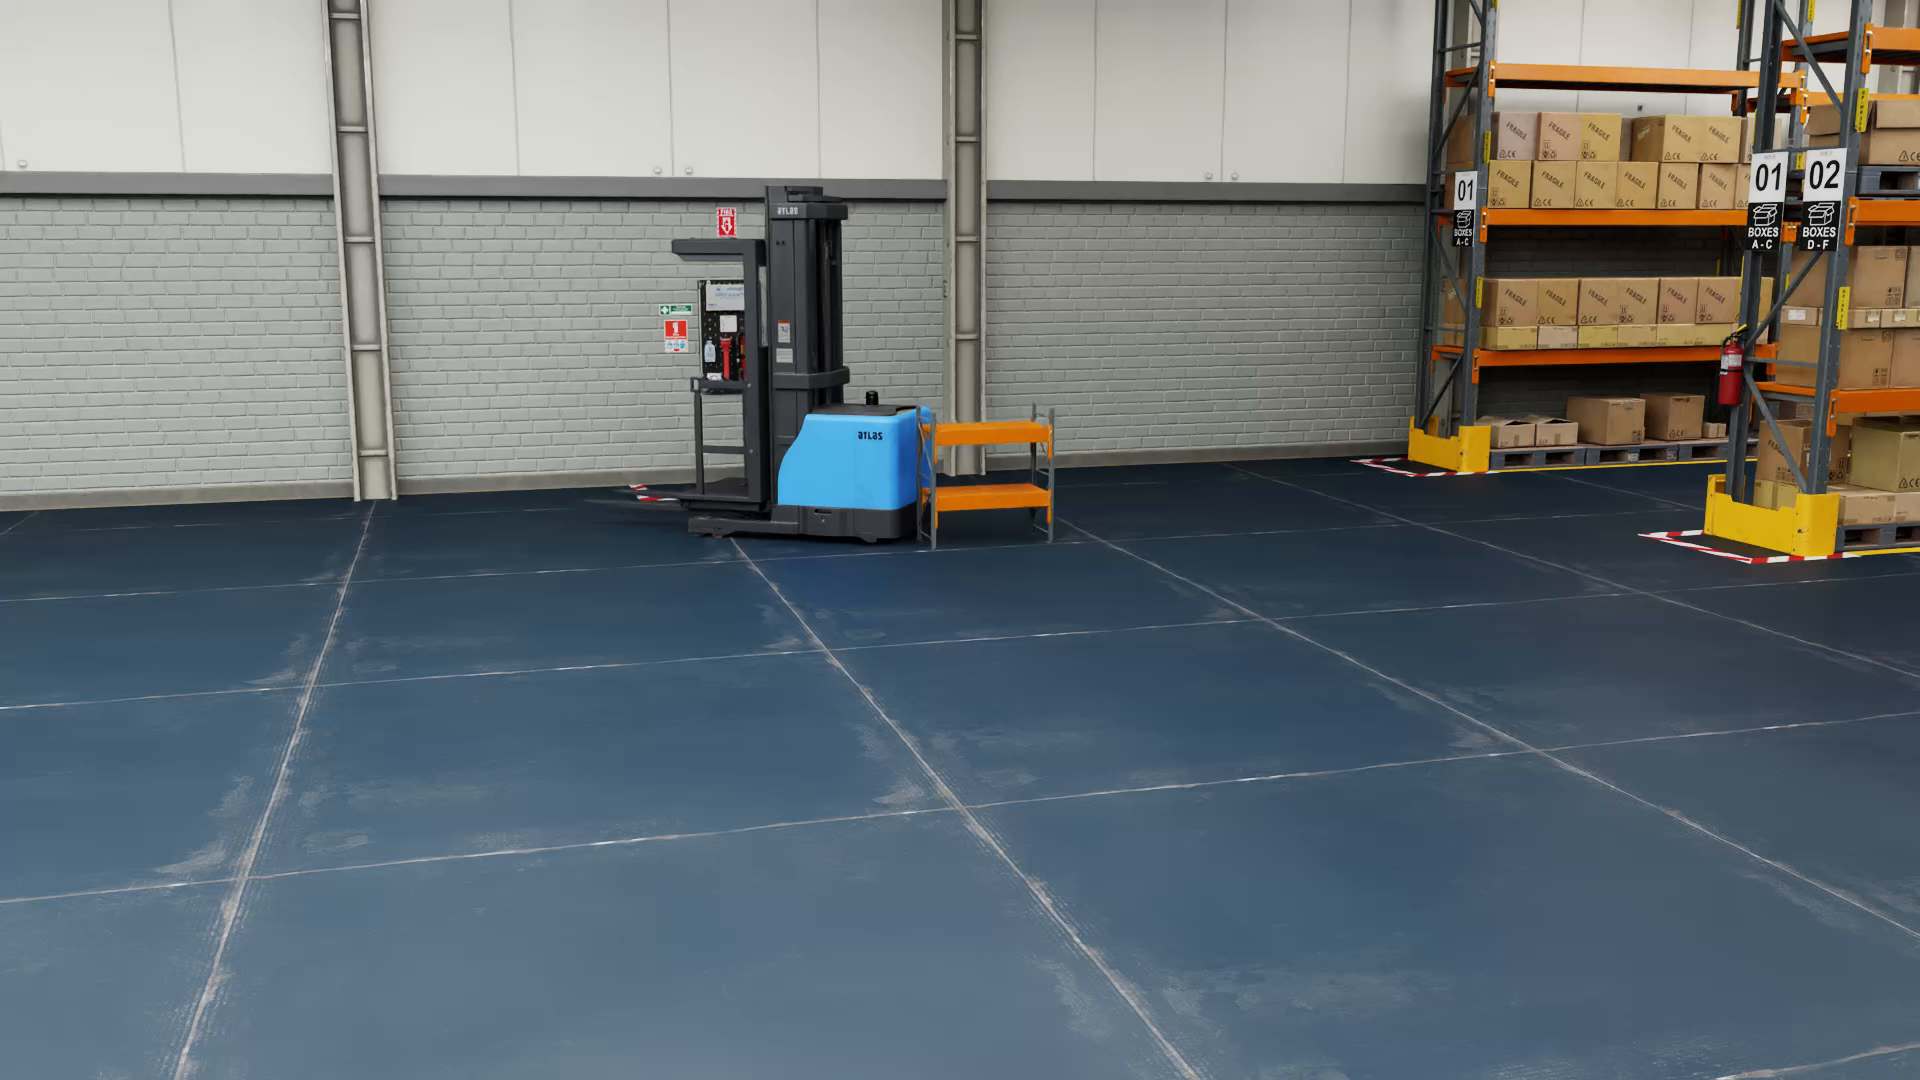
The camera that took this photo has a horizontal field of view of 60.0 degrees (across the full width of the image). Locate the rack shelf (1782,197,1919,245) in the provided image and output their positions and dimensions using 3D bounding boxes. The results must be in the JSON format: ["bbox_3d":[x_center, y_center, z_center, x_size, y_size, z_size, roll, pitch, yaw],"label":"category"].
[{"bbox_3d":[8.685,-2.672,13.975,4.000,0.370,1.077,-3,11,-16],"label":"rack shelf"}]

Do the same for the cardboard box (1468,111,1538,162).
[{"bbox_3d":[5.814,-4.313,17.812,0.500,0.500,0.500,-4,11,-20],"label":"cardboard box"}]

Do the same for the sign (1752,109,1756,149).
[{"bbox_3d":[6.626,-3.416,13.804,0.005,0.325,0.100,-3,11,-16],"label":"sign"}]

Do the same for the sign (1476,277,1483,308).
[{"bbox_3d":[5.528,-2.641,17.718,0.005,0.325,0.100,-3,11,-16],"label":"sign"}]

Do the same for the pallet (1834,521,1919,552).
[{"bbox_3d":[7.487,-0.124,14.134,1.213,0.211,1.003,-3,11,-16],"label":"pallet"}]

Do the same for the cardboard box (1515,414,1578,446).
[{"bbox_3d":[6.613,-1.252,18.774,0.500,0.311,0.500,-2,11,-11],"label":"cardboard box"}]

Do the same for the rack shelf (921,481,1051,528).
[{"bbox_3d":[0.206,-0.302,13.932,1.000,0.278,0.538,-3,11,-16],"label":"rack shelf"}]

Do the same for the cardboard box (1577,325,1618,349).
[{"bbox_3d":[6.919,-2.269,18.445,0.500,0.250,0.500,-3,11,-17],"label":"cardboard box"}]

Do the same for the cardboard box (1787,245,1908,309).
[{"bbox_3d":[7.267,-2.160,13.636,0.500,0.500,0.700,-3,11,-16],"label":"cardboard box"}]

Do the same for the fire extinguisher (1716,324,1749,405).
[{"bbox_3d":[6.521,-1.486,14.045,0.183,0.674,0.296,-3,11,-16],"label":"fire extinguisher"}]

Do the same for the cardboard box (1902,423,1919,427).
[{"bbox_3d":[8.298,-0.714,14.001,0.500,0.500,0.500,-3,11,-16],"label":"cardboard box"}]

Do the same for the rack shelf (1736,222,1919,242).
[{"bbox_3d":[11.137,-3.735,19.752,4.000,0.370,1.077,-3,11,-16],"label":"rack shelf"}]

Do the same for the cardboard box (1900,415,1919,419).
[{"bbox_3d":[8.633,-0.829,14.628,0.500,0.500,0.500,-3,11,-16],"label":"cardboard box"}]

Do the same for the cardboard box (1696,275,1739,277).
[{"bbox_3d":[8.707,-2.830,19.420,0.500,0.500,0.500,-3,11,-17],"label":"cardboard box"}]

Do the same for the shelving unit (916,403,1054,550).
[{"bbox_3d":[0.206,-0.543,13.888,1.048,1.125,0.538,-3,11,-16],"label":"shelving unit"}]

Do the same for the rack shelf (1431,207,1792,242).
[{"bbox_3d":[7.297,-3.532,18.652,4.000,0.370,1.077,-3,11,-16],"label":"rack shelf"}]

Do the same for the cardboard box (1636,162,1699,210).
[{"bbox_3d":[7.791,-3.920,18.438,0.500,0.500,0.500,-3,11,-18],"label":"cardboard box"}]

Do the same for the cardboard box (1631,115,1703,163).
[{"bbox_3d":[7.790,-4.408,18.327,0.500,0.500,0.500,-3,11,-18],"label":"cardboard box"}]

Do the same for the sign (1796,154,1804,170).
[{"bbox_3d":[9.376,-4.148,18.580,0.005,0.325,0.100,-3,11,-16],"label":"sign"}]

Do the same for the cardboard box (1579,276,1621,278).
[{"bbox_3d":[7.234,-2.752,18.997,0.500,0.500,0.500,-3,11,-15],"label":"cardboard box"}]

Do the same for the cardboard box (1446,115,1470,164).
[{"bbox_3d":[5.717,-4.403,18.301,0.500,0.500,0.500,-3,11,-13],"label":"cardboard box"}]

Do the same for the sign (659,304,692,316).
[{"bbox_3d":[-2.890,-2.340,16.912,0.331,0.109,0.001,-3,11,-16],"label":"sign"}]

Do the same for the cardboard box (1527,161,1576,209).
[{"bbox_3d":[6.293,-3.839,17.996,0.500,0.500,0.500,-2,11,-12],"label":"cardboard box"}]

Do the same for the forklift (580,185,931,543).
[{"bbox_3d":[-1.814,-1.547,14.354,3.031,2.935,1.130,3,11,17],"label":"forklift"}]

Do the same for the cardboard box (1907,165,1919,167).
[{"bbox_3d":[7.944,-3.105,13.489,0.250,0.149,0.380,-3,11,-16],"label":"cardboard box"}]

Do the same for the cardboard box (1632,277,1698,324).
[{"bbox_3d":[7.885,-2.690,18.659,0.500,0.500,0.500,-3,11,-18],"label":"cardboard box"}]

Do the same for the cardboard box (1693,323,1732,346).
[{"bbox_3d":[8.366,-2.348,18.874,0.500,0.250,0.500,-3,11,-16],"label":"cardboard box"}]

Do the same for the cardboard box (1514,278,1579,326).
[{"bbox_3d":[6.396,-2.610,18.226,0.500,0.500,0.500,-3,11,-16],"label":"cardboard box"}]

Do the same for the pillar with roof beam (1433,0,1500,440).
[{"bbox_3d":[7.010,-4.698,14.710,0.400,9.000,9.100,-3,11,-16],"label":"pillar with roof beam"}]

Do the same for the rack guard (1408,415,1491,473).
[{"bbox_3d":[5.449,-1.084,18.556,0.348,0.500,1.175,-3,11,-16],"label":"rack guard"}]

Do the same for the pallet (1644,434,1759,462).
[{"bbox_3d":[8.582,-1.101,19.443,1.213,0.211,1.003,-3,11,-16],"label":"pallet"}]

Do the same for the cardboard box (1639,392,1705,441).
[{"bbox_3d":[8.232,-1.440,19.272,0.500,0.500,0.500,-4,11,-20],"label":"cardboard box"}]

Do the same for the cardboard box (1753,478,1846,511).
[{"bbox_3d":[7.197,-0.382,14.269,0.500,0.250,0.500,-3,11,-16],"label":"cardboard box"}]

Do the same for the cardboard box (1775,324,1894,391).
[{"bbox_3d":[7.216,-1.519,13.739,0.500,0.500,0.700,-3,11,-16],"label":"cardboard box"}]

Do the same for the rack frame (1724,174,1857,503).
[{"bbox_3d":[6.765,-1.449,13.632,0.127,3.000,1.000,-3,11,-16],"label":"rack frame"}]

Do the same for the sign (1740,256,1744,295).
[{"bbox_3d":[6.626,-2.230,14.022,0.005,0.325,0.100,-3,11,-16],"label":"sign"}]

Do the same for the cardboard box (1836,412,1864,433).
[{"bbox_3d":[10.401,-1.574,20.002,0.500,0.500,0.700,-3,11,-17],"label":"cardboard box"}]

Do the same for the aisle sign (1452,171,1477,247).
[{"bbox_3d":[5.391,-3.533,17.770,0.004,0.787,0.394,-3,11,-16],"label":"aisle sign"}]

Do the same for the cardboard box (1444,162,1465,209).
[{"bbox_3d":[5.706,-3.909,18.380,0.500,0.500,0.500,-2,11,-12],"label":"cardboard box"}]

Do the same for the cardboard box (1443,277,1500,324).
[{"bbox_3d":[5.770,-2.676,18.583,0.500,0.500,0.500,-3,11,-17],"label":"cardboard box"}]

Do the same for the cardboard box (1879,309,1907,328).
[{"bbox_3d":[7.454,-1.813,13.544,0.250,0.149,0.380,-3,11,-17],"label":"cardboard box"}]

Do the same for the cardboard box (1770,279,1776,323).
[{"bbox_3d":[9.715,-2.798,19.467,0.500,0.500,0.700,-3,11,-16],"label":"cardboard box"}]

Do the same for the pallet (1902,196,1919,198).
[{"bbox_3d":[8.624,-2.974,13.877,1.213,0.211,1.003,-3,11,-16],"label":"pallet"}]

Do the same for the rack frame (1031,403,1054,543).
[{"bbox_3d":[0.694,-0.569,14.029,0.032,1.125,0.500,-3,11,-16],"label":"rack frame"}]

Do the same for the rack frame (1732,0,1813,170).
[{"bbox_3d":[9.217,-5.463,18.865,0.127,3.000,1.000,-3,11,-16],"label":"rack frame"}]

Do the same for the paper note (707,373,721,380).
[{"bbox_3d":[-2.527,-1.643,17.122,0.142,0.148,0.016,-3,11,-16],"label":"paper note"}]
